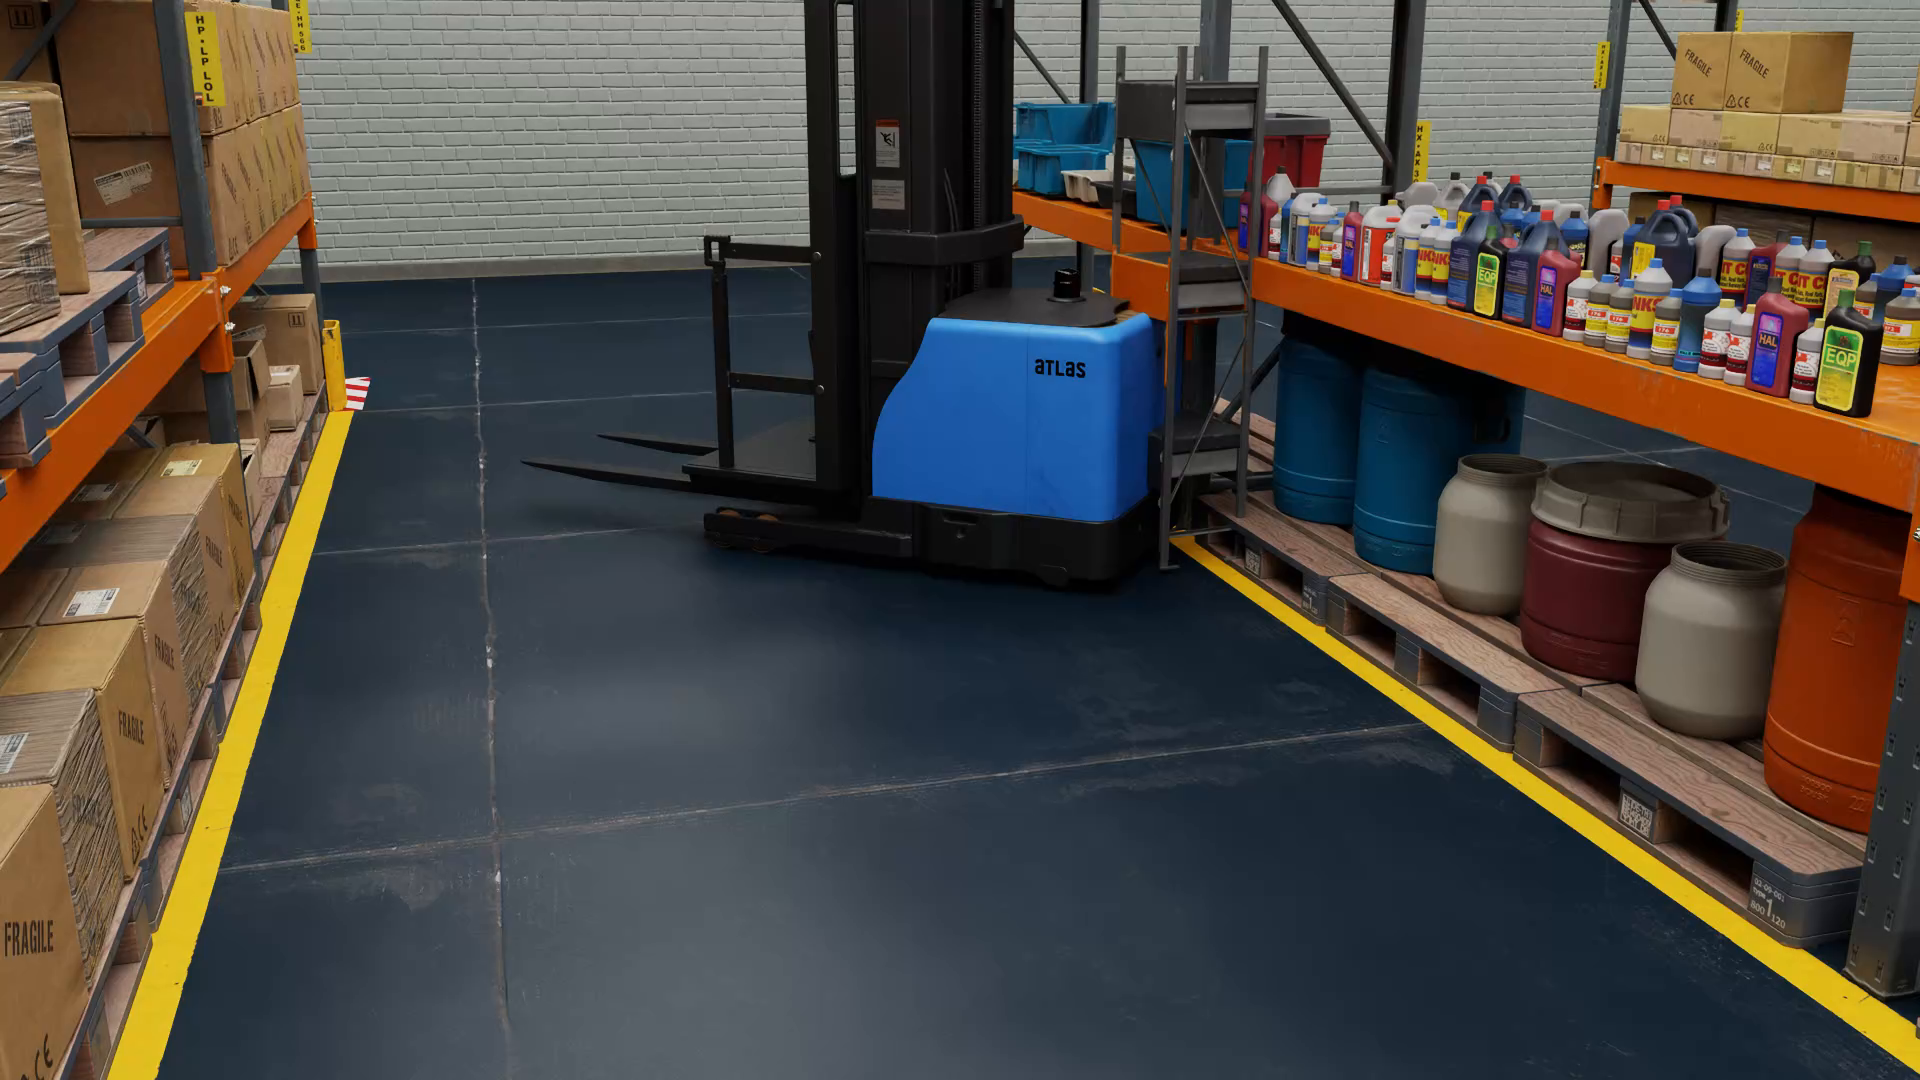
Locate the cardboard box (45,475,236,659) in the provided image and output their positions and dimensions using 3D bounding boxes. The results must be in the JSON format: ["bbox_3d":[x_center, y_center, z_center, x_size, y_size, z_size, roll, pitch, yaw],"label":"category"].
[{"bbox_3d":[-2.713,0.105,5.470,0.500,0.500,0.500,-5,17,-15],"label":"cardboard box"}]

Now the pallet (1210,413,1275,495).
[{"bbox_3d":[1.272,-0.388,8.378,1.003,0.211,1.213,-5,17,-15],"label":"pallet"}]

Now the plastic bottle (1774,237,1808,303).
[{"bbox_3d":[2.543,-0.791,5.094,0.097,0.271,0.097,0,17,0],"label":"plastic bottle"}]

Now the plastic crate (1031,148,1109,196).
[{"bbox_3d":[0.608,-2.037,9.206,0.416,0.233,0.300,-5,17,-15],"label":"plastic crate"}]

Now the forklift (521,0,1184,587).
[{"bbox_3d":[-0.576,-1.477,7.274,3.031,2.935,1.130,7,18,23],"label":"forklift"}]

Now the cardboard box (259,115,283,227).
[{"bbox_3d":[-3.550,-1.764,7.936,0.500,0.500,0.500,-5,17,-16],"label":"cardboard box"}]

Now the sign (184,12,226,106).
[{"bbox_3d":[-2.719,-1.732,5.993,0.100,0.325,0.005,-5,17,-15],"label":"sign"}]

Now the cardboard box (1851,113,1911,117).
[{"bbox_3d":[5.989,-2.554,10.485,0.500,0.250,0.500,-5,17,-15],"label":"cardboard box"}]

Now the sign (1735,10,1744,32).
[{"bbox_3d":[5.700,-3.729,12.227,0.100,0.325,0.005,-5,17,-15],"label":"sign"}]

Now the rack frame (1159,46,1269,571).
[{"bbox_3d":[1.020,-0.903,6.725,0.400,2.100,0.015,-7,18,-22],"label":"rack frame"}]

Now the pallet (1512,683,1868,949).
[{"bbox_3d":[2.354,0.704,4.743,1.003,0.211,1.213,-5,17,-15],"label":"pallet"}]

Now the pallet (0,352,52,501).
[{"bbox_3d":[-2.406,-0.117,2.960,1.213,0.211,1.003,-5,17,-15],"label":"pallet"}]

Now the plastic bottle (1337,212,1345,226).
[{"bbox_3d":[1.488,-1.184,6.525,0.097,0.201,0.097,0,17,0],"label":"plastic bottle"}]

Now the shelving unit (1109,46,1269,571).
[{"bbox_3d":[0.923,-0.967,6.940,0.431,2.100,0.503,-7,18,-22],"label":"shelving unit"}]

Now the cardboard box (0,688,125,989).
[{"bbox_3d":[-2.152,0.667,3.598,0.500,0.500,0.500,-5,18,-17],"label":"cardboard box"}]

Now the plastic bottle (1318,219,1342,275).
[{"bbox_3d":[1.405,-1.108,6.272,0.097,0.201,0.097,0,17,0],"label":"plastic bottle"}]

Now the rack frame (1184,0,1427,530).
[{"bbox_3d":[1.512,-1.524,7.310,1.000,3.000,0.127,-5,17,-15],"label":"rack frame"}]

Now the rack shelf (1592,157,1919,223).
[{"bbox_3d":[5.724,-2.124,10.559,1.077,0.370,4.000,-5,17,-15],"label":"rack shelf"}]

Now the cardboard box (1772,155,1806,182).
[{"bbox_3d":[5.379,-2.352,10.504,0.380,0.149,0.250,-5,17,-17],"label":"cardboard box"}]

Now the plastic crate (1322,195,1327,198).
[{"bbox_3d":[1.521,-1.566,7.806,0.396,0.136,0.243,-5,17,-15],"label":"plastic crate"}]

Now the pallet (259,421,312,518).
[{"bbox_3d":[-3.779,-0.326,8.169,1.003,0.211,1.213,-5,17,-15],"label":"pallet"}]

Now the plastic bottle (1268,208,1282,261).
[{"bbox_3d":[1.288,-1.226,6.665,0.097,0.201,0.097,0,17,0],"label":"plastic bottle"}]

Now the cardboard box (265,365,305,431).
[{"bbox_3d":[-3.733,-0.737,8.707,0.500,0.250,0.500,-5,17,-15],"label":"cardboard box"}]

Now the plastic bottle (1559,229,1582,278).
[{"bbox_3d":[1.863,-0.818,5.165,0.061,0.283,0.133,-5,17,-15],"label":"plastic bottle"}]

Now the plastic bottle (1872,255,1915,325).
[{"bbox_3d":[2.612,-0.658,4.653,0.097,0.271,0.097,0,17,0],"label":"plastic bottle"}]

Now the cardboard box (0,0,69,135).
[{"bbox_3d":[-3.640,-1.779,6.249,0.500,0.500,0.500,-5,17,-15],"label":"cardboard box"}]

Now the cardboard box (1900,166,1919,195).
[{"bbox_3d":[5.663,-2.067,9.555,0.380,0.149,0.250,-4,17,-14],"label":"cardboard box"}]

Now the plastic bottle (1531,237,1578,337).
[{"bbox_3d":[1.775,-0.756,4.956,0.061,0.283,0.133,-5,17,-15],"label":"plastic bottle"}]

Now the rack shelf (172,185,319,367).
[{"bbox_3d":[-3.802,-1.342,7.955,1.077,0.370,4.000,-5,17,-15],"label":"rack shelf"}]

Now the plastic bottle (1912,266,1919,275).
[{"bbox_3d":[2.683,-0.675,4.689,0.061,0.283,0.133,-5,17,-15],"label":"plastic bottle"}]

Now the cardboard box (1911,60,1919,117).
[{"bbox_3d":[6.113,-2.778,9.927,0.500,0.500,0.500,-5,18,-17],"label":"cardboard box"}]

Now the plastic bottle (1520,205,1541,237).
[{"bbox_3d":[2.092,-1.086,6.076,0.097,0.271,0.097,0,17,0],"label":"plastic bottle"}]

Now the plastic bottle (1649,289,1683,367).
[{"bbox_3d":[1.932,-0.578,4.508,0.097,0.201,0.097,0,17,0],"label":"plastic bottle"}]

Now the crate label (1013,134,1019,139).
[{"bbox_3d":[0.164,-2.484,10.695,0.416,0.233,0.303,-5,17,-15],"label":"crate label"}]

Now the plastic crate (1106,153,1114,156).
[{"bbox_3d":[0.811,-2.321,10.320,0.396,0.136,0.243,-5,17,-15],"label":"plastic crate"}]

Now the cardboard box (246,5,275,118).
[{"bbox_3d":[-3.537,-2.240,7.784,0.500,0.500,0.500,-4,17,-14],"label":"cardboard box"}]

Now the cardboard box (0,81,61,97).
[{"bbox_3d":[-3.337,-1.233,5.440,0.700,0.500,0.500,-12,20,-34],"label":"cardboard box"}]

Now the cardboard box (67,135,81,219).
[{"bbox_3d":[-3.636,-1.299,6.388,0.500,0.500,0.500,-4,17,-14],"label":"cardboard box"}]

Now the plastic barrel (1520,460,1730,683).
[{"bbox_3d":[2.150,0.090,5.399,0.600,0.588,0.708,-5,17,-15],"label":"plastic barrel"}]

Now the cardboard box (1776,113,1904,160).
[{"bbox_3d":[5.479,-2.512,10.343,0.500,0.250,0.500,-5,17,-16],"label":"cardboard box"}]

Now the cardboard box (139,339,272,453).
[{"bbox_3d":[-3.773,-0.667,8.035,0.797,0.503,0.637,-5,17,-15],"label":"cardboard box"}]

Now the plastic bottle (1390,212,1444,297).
[{"bbox_3d":[1.591,-0.986,5.735,0.152,0.276,0.135,-5,17,-15],"label":"plastic bottle"}]

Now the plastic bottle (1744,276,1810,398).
[{"bbox_3d":[2.026,-0.503,4.116,0.061,0.283,0.133,-5,17,-15],"label":"plastic bottle"}]

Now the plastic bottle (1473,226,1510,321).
[{"bbox_3d":[1.688,-0.844,5.249,0.061,0.283,0.133,-5,17,-15],"label":"plastic bottle"}]

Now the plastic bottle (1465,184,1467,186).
[{"bbox_3d":[2.038,-1.324,6.848,0.061,0.283,0.133,-5,17,-15],"label":"plastic bottle"}]

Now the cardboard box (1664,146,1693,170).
[{"bbox_3d":[5.098,-2.635,11.448,0.380,0.149,0.250,-5,17,-17],"label":"cardboard box"}]

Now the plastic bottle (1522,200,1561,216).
[{"bbox_3d":[2.170,-1.140,6.249,0.152,0.276,0.135,-5,17,-15],"label":"plastic bottle"}]

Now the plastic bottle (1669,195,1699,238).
[{"bbox_3d":[2.382,-0.967,5.543,0.144,0.351,0.185,-5,17,-15],"label":"plastic bottle"}]
